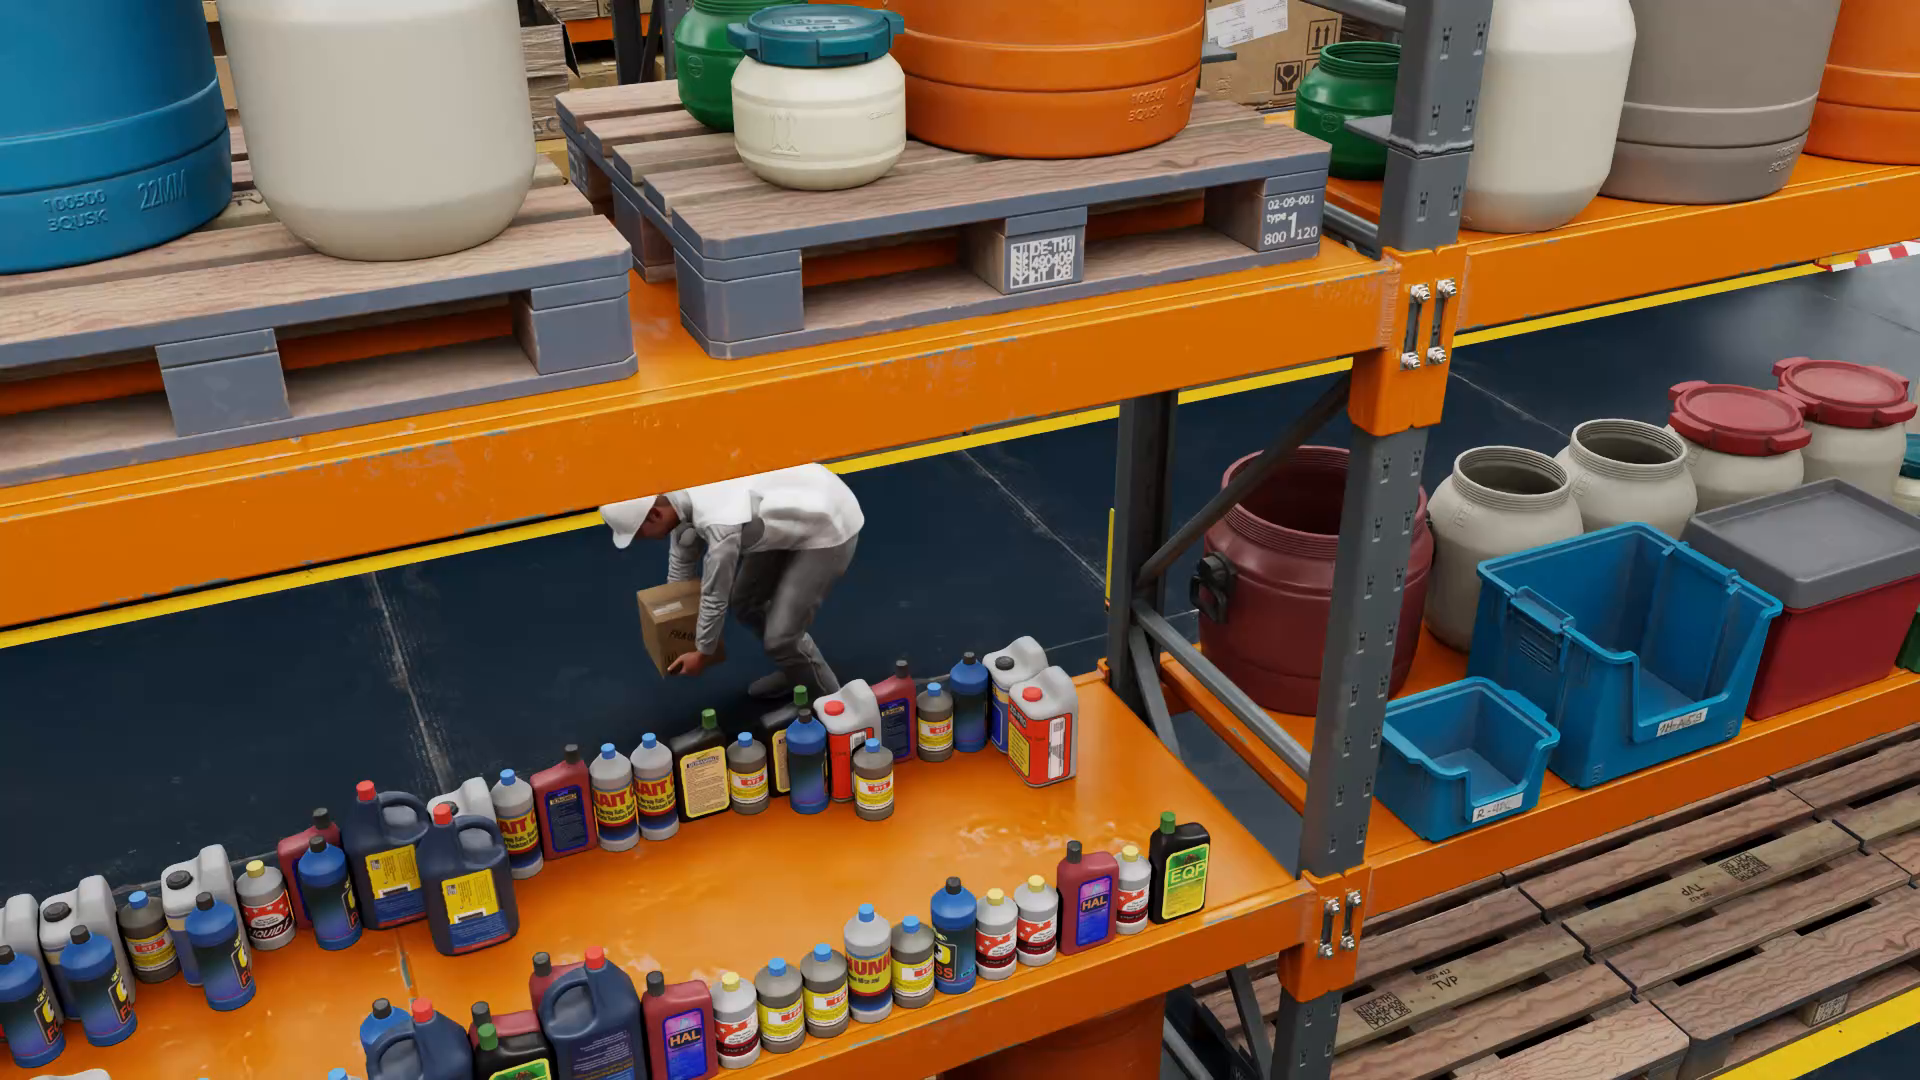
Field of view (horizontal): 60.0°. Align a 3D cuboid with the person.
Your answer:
[{"bbox_3d":[-0.846,0.198,6.332,0.981,1.201,0.488,-14,32,-24],"label":"person"}]
